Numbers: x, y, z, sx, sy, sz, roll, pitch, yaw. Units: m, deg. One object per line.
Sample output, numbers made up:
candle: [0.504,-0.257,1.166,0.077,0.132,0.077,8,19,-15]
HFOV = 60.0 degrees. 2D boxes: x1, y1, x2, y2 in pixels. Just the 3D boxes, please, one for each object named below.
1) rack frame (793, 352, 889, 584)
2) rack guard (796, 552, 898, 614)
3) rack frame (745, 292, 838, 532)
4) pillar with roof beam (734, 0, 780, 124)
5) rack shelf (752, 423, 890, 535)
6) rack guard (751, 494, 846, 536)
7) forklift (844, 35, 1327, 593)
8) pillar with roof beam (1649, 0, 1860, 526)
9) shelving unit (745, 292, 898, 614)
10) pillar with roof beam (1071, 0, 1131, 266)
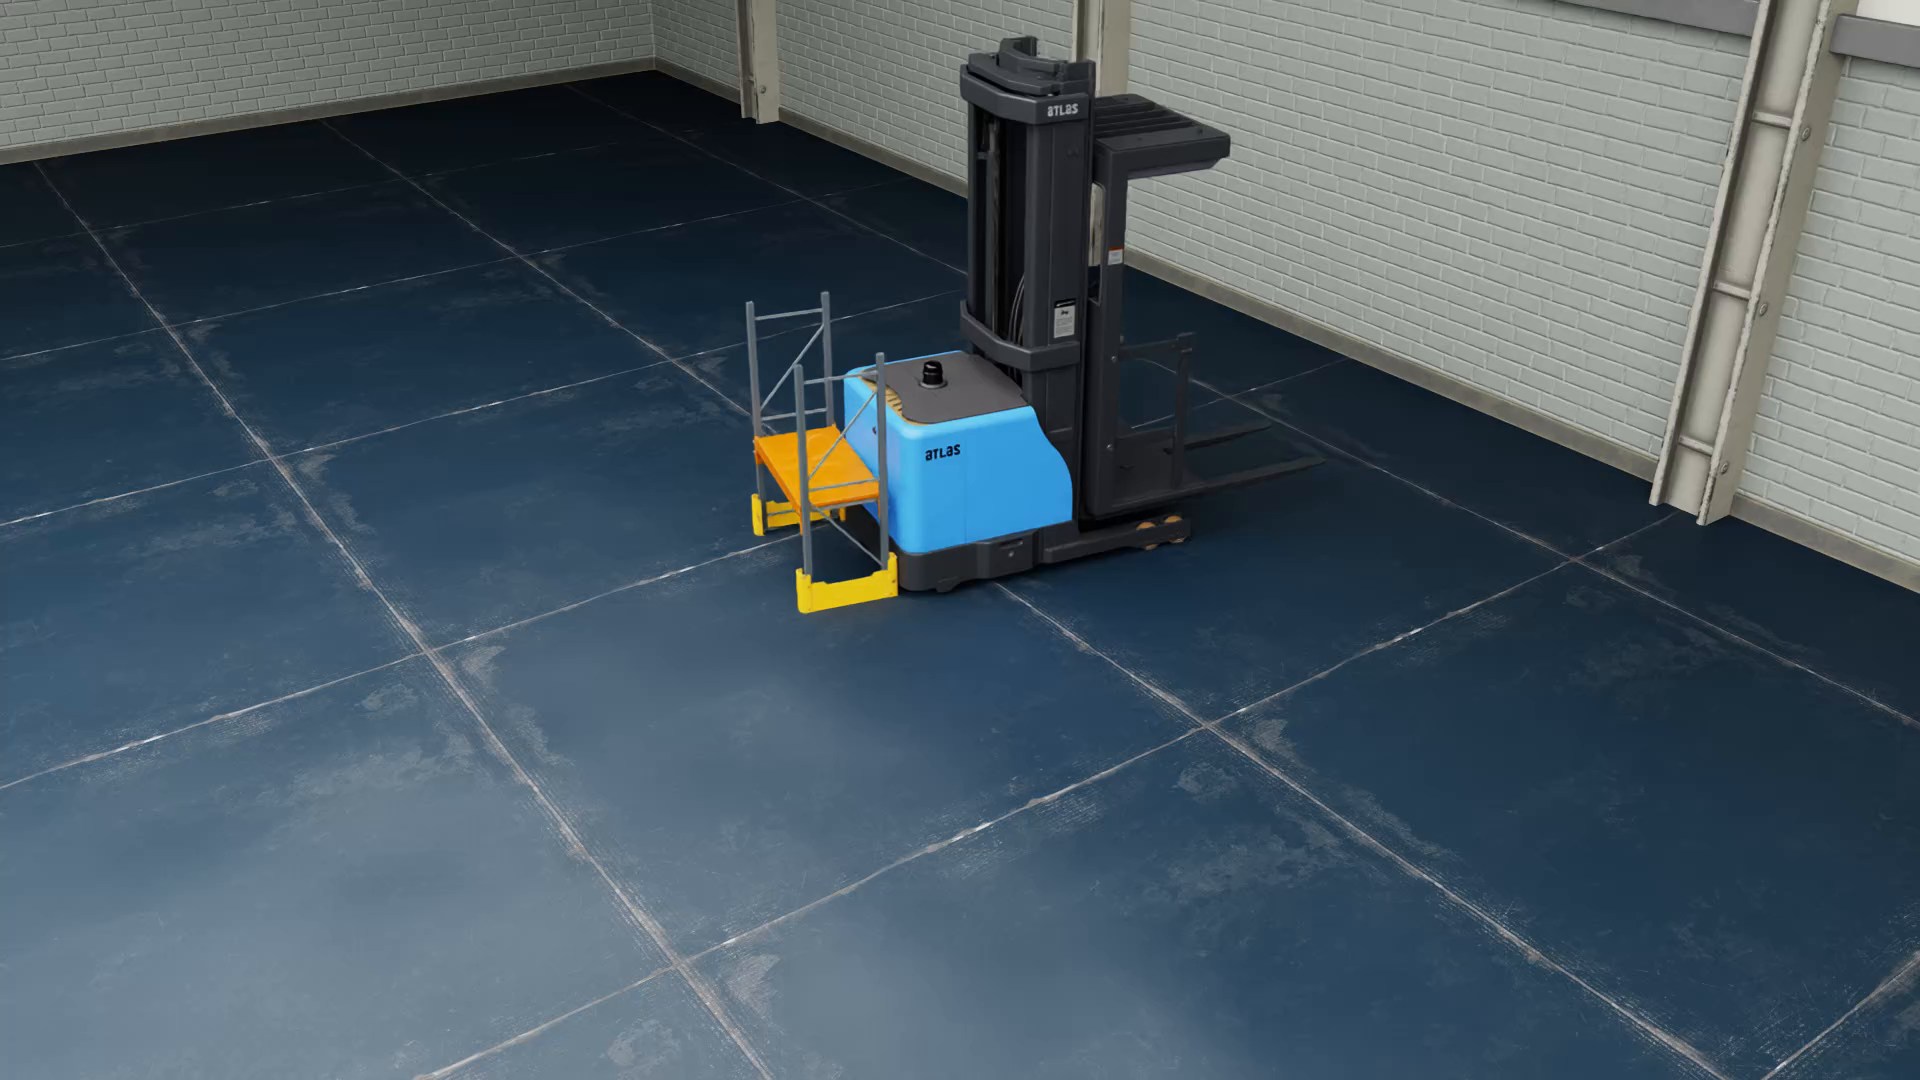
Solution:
rack frame: [-0.644,-0.304,9.237,0.500,1.500,0.032,-10,30,-18]
rack guard: [-0.645,0.245,9.537,0.587,0.250,0.087,-10,30,-18]
rack frame: [-1.007,-0.757,10.072,0.500,1.500,0.032,-10,30,-18]
pillar with roof beam: [-5.802,-7.635,14.878,9.100,9.000,0.400,-19,34,-31]
rack shelf: [-0.826,-0.372,9.741,0.538,0.185,1.000,-10,30,-18]
rack guard: [-1.001,-0.199,10.354,0.587,0.250,0.087,-10,30,-18]
forklift: [0.855,-1.444,9.838,3.031,2.935,1.130,-13,31,-22]
pillar with roof beam: [1.159,-2.969,6.289,9.100,9.000,0.400,-19,34,-31]
shelving unit: [-0.823,-0.526,9.647,0.587,1.500,1.083,-10,30,-18]
pillar with roof beam: [-2.321,-5.302,10.584,9.100,9.000,0.400,-19,34,-31]
